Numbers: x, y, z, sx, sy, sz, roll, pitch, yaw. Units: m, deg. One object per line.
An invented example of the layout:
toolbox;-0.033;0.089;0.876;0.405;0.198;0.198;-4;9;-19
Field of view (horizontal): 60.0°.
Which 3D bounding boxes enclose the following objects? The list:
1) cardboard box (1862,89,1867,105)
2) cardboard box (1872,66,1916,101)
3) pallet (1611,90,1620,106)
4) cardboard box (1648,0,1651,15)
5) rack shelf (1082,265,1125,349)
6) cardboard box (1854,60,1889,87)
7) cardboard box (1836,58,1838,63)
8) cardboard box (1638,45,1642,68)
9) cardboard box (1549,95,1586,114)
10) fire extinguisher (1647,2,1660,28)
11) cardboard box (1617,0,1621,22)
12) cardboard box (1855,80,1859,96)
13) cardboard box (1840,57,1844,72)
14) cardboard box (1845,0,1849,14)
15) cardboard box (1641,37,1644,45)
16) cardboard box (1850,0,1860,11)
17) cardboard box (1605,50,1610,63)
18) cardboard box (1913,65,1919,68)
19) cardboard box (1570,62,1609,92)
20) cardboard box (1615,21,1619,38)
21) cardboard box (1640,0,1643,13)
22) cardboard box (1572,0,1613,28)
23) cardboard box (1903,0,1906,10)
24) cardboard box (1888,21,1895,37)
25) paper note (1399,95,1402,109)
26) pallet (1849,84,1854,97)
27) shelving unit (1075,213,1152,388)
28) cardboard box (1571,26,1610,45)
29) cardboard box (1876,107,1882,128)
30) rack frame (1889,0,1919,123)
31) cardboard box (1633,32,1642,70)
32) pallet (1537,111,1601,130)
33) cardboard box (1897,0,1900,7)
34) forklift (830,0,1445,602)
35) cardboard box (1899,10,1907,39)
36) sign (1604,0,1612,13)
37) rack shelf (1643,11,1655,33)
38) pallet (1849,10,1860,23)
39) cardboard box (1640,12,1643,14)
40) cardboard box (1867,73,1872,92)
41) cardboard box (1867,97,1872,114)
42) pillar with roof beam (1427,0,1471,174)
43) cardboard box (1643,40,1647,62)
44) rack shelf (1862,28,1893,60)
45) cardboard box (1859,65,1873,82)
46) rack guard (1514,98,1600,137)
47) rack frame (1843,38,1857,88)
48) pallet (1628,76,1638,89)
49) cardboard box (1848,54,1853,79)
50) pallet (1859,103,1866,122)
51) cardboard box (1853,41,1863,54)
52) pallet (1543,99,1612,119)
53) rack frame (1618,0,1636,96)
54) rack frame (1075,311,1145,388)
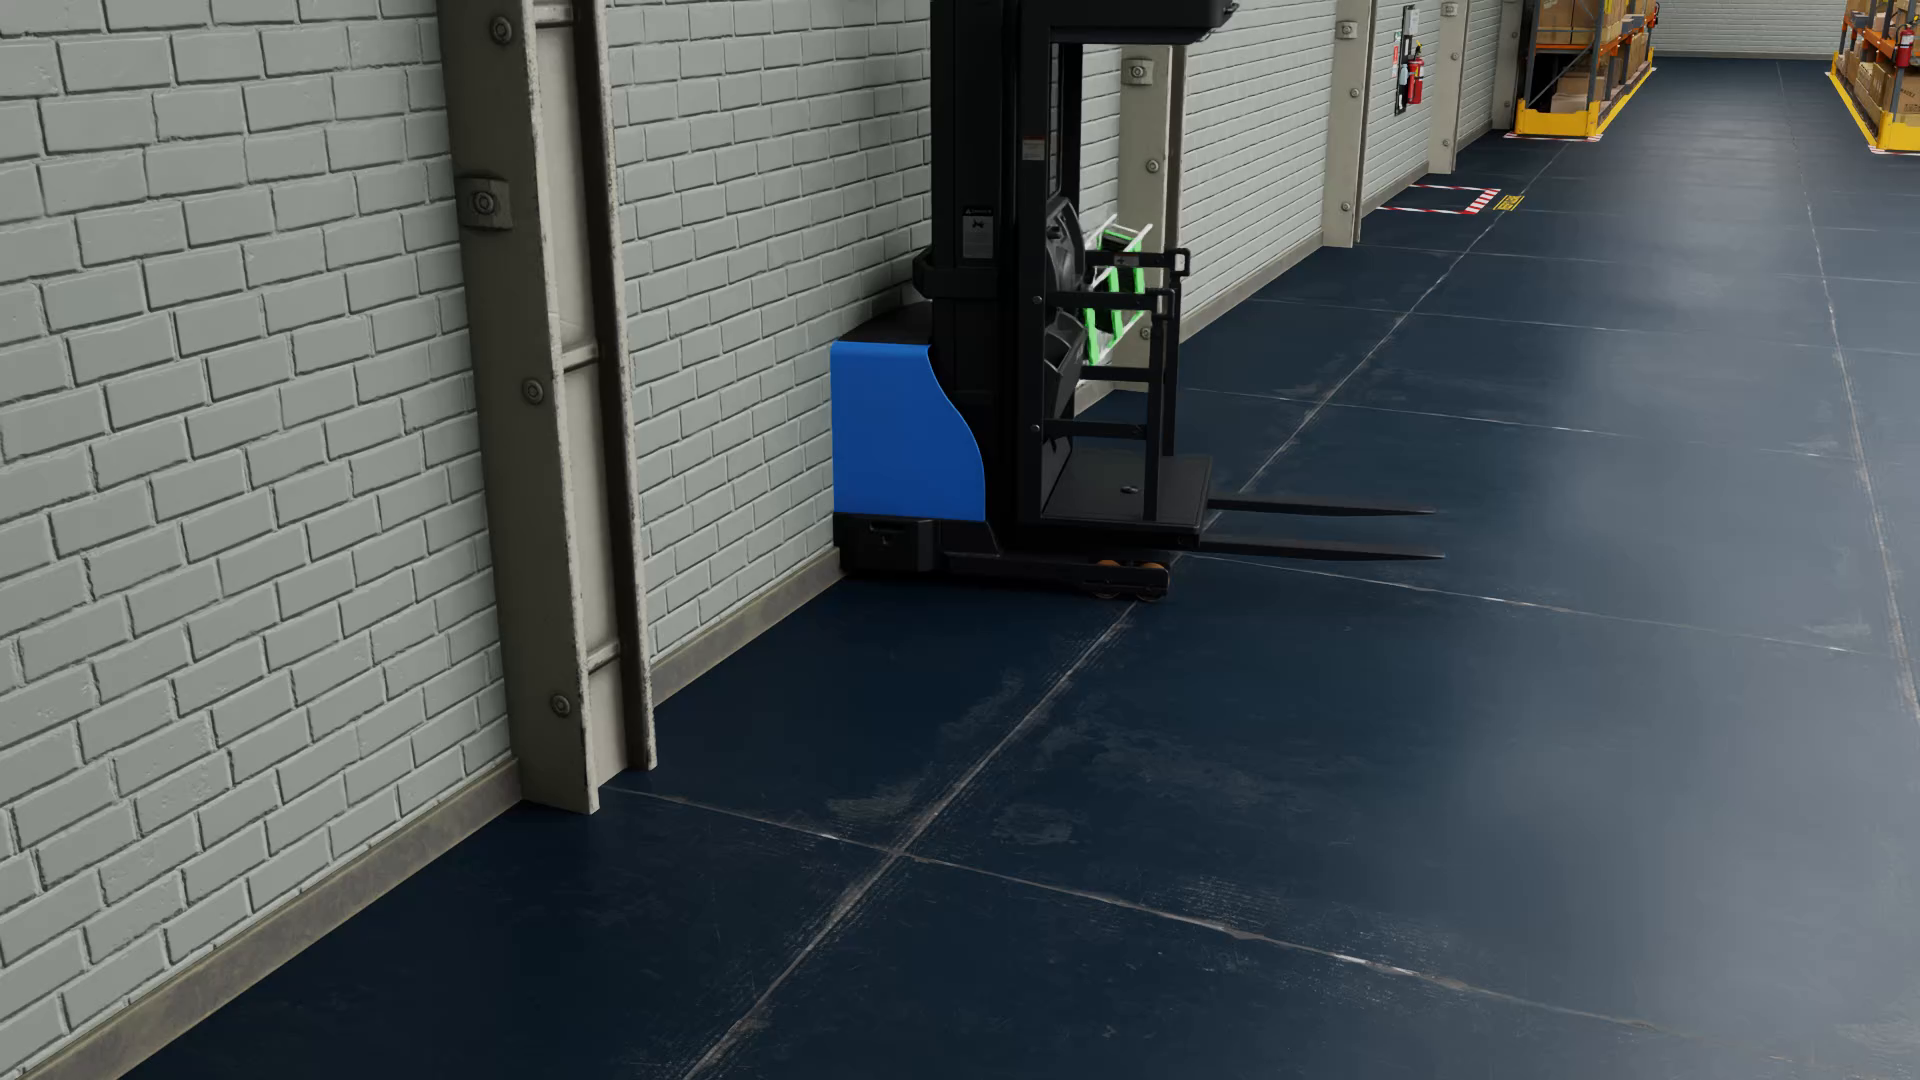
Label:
cardboard box;15.334;-7.367;27.683;0.500;0.250;0.500;8;21;22
cardboard box;14.335;-6.995;25.518;0.500;0.500;0.500;9;21;23
pallet;11.515;-8.121;30.488;1.003;0.211;1.213;9;21;23
cardboard box;14.516;-11.795;36.210;0.980;0.700;0.700;8;21;21
rack shelf;0.725;-1.289;8.953;0.258;0.480;0.148;24;56;29
cardboard box;17.026;-8.714;31.068;0.500;0.500;0.500;9;22;25
cardboard box;19.649;-10.595;36.882;0.380;0.149;0.250;9;21;23
cardboard box;14.583;-10.655;36.557;0.700;0.500;0.500;8;21;22
cardboard box;9.426;-6.739;25.797;0.500;0.311;0.500;6;20;17
fire extinguisher;16.096;-12.261;38.640;0.296;0.674;0.183;9;21;23
cardboard box;10.372;-8.621;26.809;0.500;0.500;0.500;8;21;21
cardboard box;16.170;-7.995;29.450;0.500;0.250;0.500;8;21;21
cardboard box;18.777;-9.972;34.888;0.500;0.311;0.500;9;21;23
cardboard box;19.711;-11.759;36.409;0.500;0.500;0.500;9;21;24
cardboard box;14.681;-10.887;36.242;0.380;0.149;0.250;9;22;25
cardboard box;18.098;-10.720;32.859;0.700;0.500;0.500;2;20;4
cardboard box;11.593;-8.877;30.407;0.500;0.250;0.500;8;21;22
cardboard box;15.014;-7.076;25.747;0.500;0.500;0.500;9;21;23
cardboard box;11.397;-8.394;30.169;0.700;0.500;0.500;9;21;23
cardboard box;10.378;-8.267;26.933;0.500;0.250;0.500;8;21;22
cardboard box;13.403;-10.825;33.309;0.500;0.500;0.500;9;22;24
cardboard box;9.531;-7.996;25.051;0.500;0.500;0.500;9;21;23
cardboard box;14.409;-8.046;24.999;0.380;0.149;0.250;8;21;21
cardboard box;15.412;-8.374;27.240;0.396;0.266;0.258;8;21;21
paper note;4.919;-4.888;18.551;0.016;0.148;0.142;9;21;23
pallet;17.699;-8.647;31.968;1.003;0.211;1.213;9;21;23
shelving unit;0.623;-1.175;8.867;0.258;0.503;1.200;24;56;29
cardboard box;9.550;-7.644;25.179;0.500;0.250;0.500;8;21;21
cardboard box;13.726;-6.182;24.352;0.500;0.250;0.500;9;21;23
rack frame;13.582;-6.921;22.952;1.000;3.000;0.127;9;21;23
cardboard box;13.827;-10.236;34.856;0.750;0.750;0.750;9;21;23
pallet;9.457;-6.552;26.077;1.003;0.211;1.213;9;21;23
cardboard box;14.830;-8.364;25.893;0.380;0.149;0.250;9;21;23
forklift;0.651;-1.307;7.269;3.031;2.935;1.130;4;20;11
cardboard box;14.625;-7.739;25.104;0.700;0.500;0.500;9;21;24
sign;9.556;-7.933;24.506;0.100;0.325;0.005;9;21;23
rack shelf;14.794;-11.540;37.015;1.077;0.370;4.000;9;21;23
pallet;18.069;-10.269;32.654;1.003;0.211;1.213;9;21;23
cardboard box;13.811;-10.774;34.133;0.380;0.149;0.250;9;21;23
cardboard box;15.124;-7.473;27.146;0.500;0.311;0.500;9;21;23
cardboard box;14.544;-6.793;26.071;0.500;0.250;0.500;9;21;23
pillar with roof beam;10.029;-8.334;17.972;9.100;9.000;0.400;9;21;23
cardboard box;15.417;-11.283;38.322;0.700;0.500;0.500;9;21;23
rack shelf;16.039;-8.416;28.230;1.077;0.370;4.000;9;21;23
cardboard box;15.957;-8.096;28.896;0.500;0.311;0.500;8;21;21
rack guard;9.092;-6.445;25.344;1.175;0.500;0.348;9;21;23
rack frame;18.496;-10.589;33.267;1.000;3.000;0.127;9;21;23
pallet;13.229;-9.333;33.898;1.003;0.211;1.213;9;21;23
cardboard box;17.867;-9.339;32.828;0.500;0.500;0.500;9;21;23
pallet;15.486;-7.060;27.506;1.003;0.211;1.213;9;21;23
cardboard box;17.666;-9.552;32.305;0.500;0.250;0.500;9;21;23
pallet;10.456;-7.298;28.175;1.003;0.211;1.213;9;21;23
rack frame;12.337;-10.045;31.737;1.000;3.000;0.127;9;21;23
rack frame;0.658;-1.010;9.043;0.240;0.015;1.200;24;56;29
